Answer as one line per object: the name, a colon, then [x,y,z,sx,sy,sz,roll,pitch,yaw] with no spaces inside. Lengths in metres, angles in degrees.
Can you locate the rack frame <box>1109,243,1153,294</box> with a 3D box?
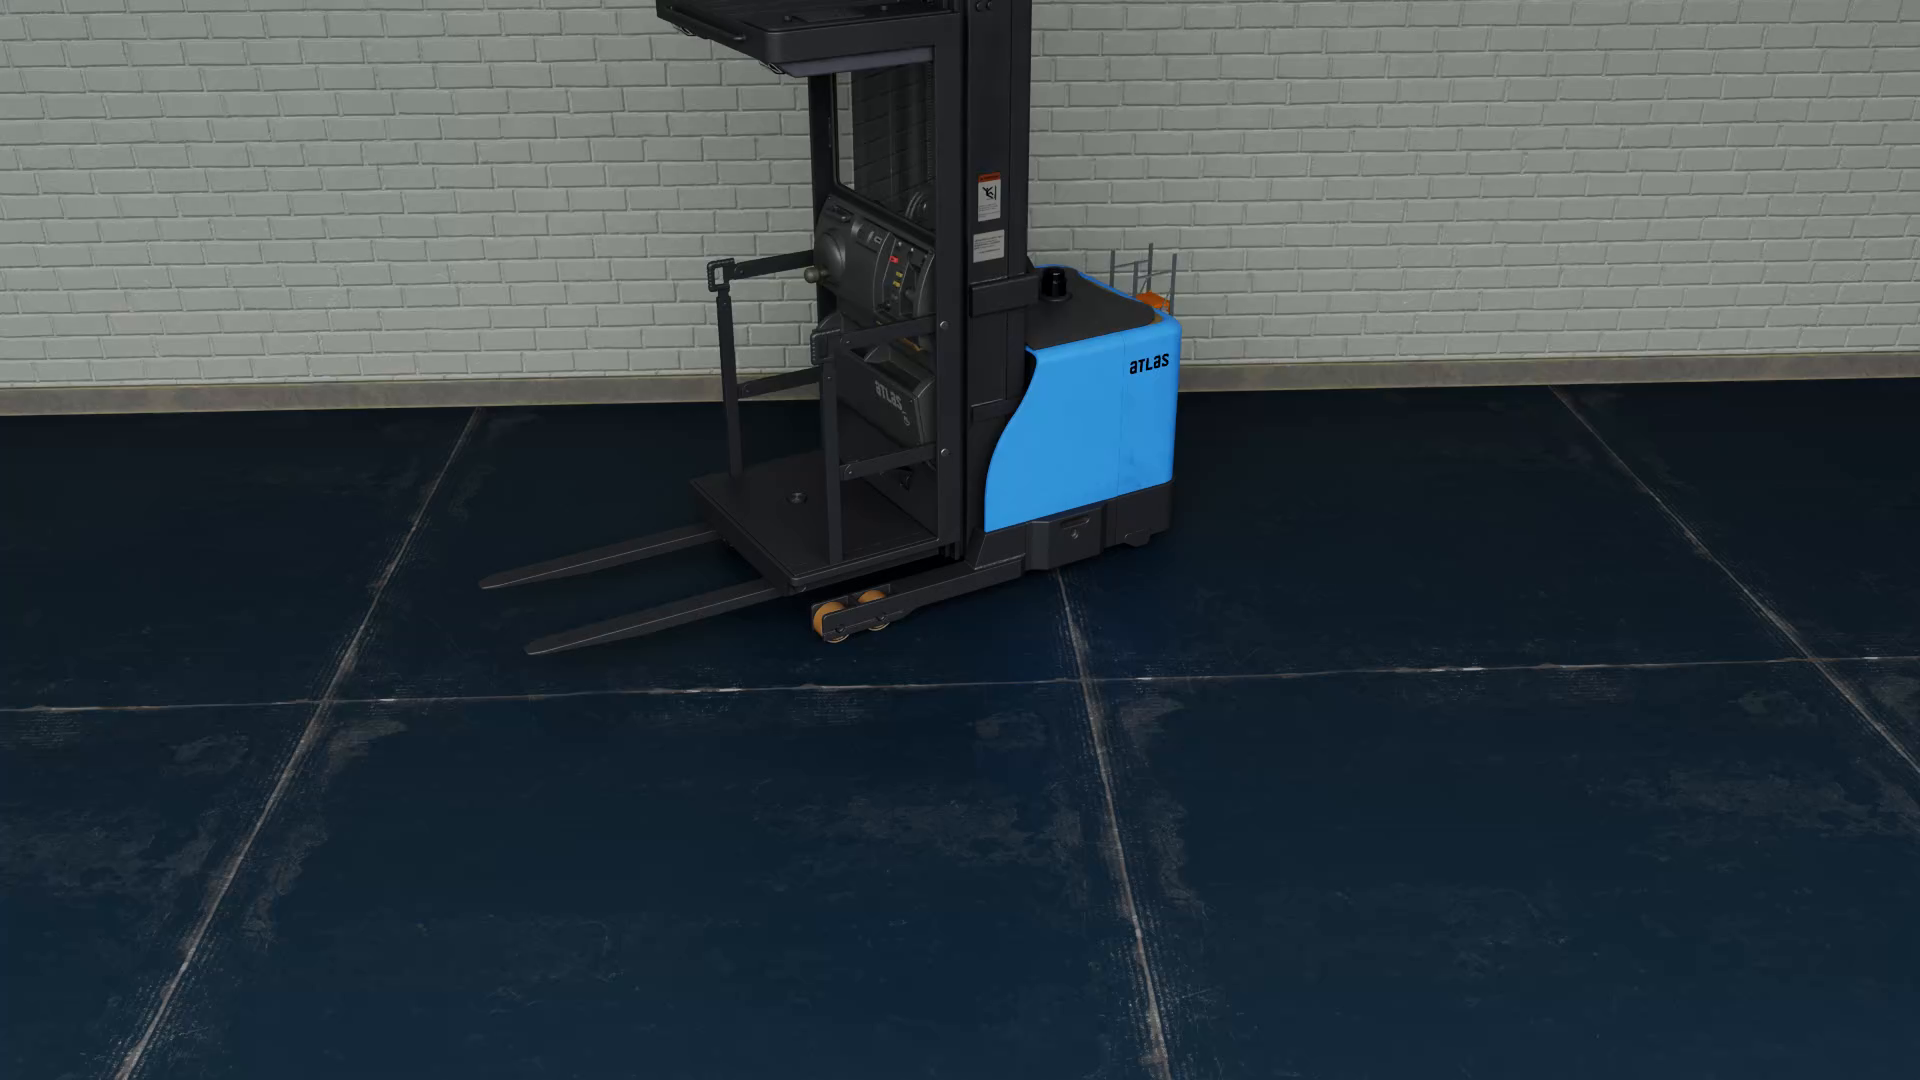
rack frame: [0.807,-0.841,8.065,0.240,1.200,0.006,-15,31,-27]

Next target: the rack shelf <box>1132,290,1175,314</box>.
rack shelf: [0.854,-1.084,7.849,0.258,0.103,0.180,-15,31,-27]

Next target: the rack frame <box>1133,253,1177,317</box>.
rack frame: [0.901,-0.768,7.926,0.240,1.200,0.006,-15,31,-27]

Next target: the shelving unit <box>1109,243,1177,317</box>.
shelving unit: [0.854,-0.805,7.995,0.258,1.200,0.189,-15,31,-27]

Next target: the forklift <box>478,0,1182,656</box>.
forklift: [-0.539,-1.151,6.787,3.031,2.935,1.130,-15,31,-27]
